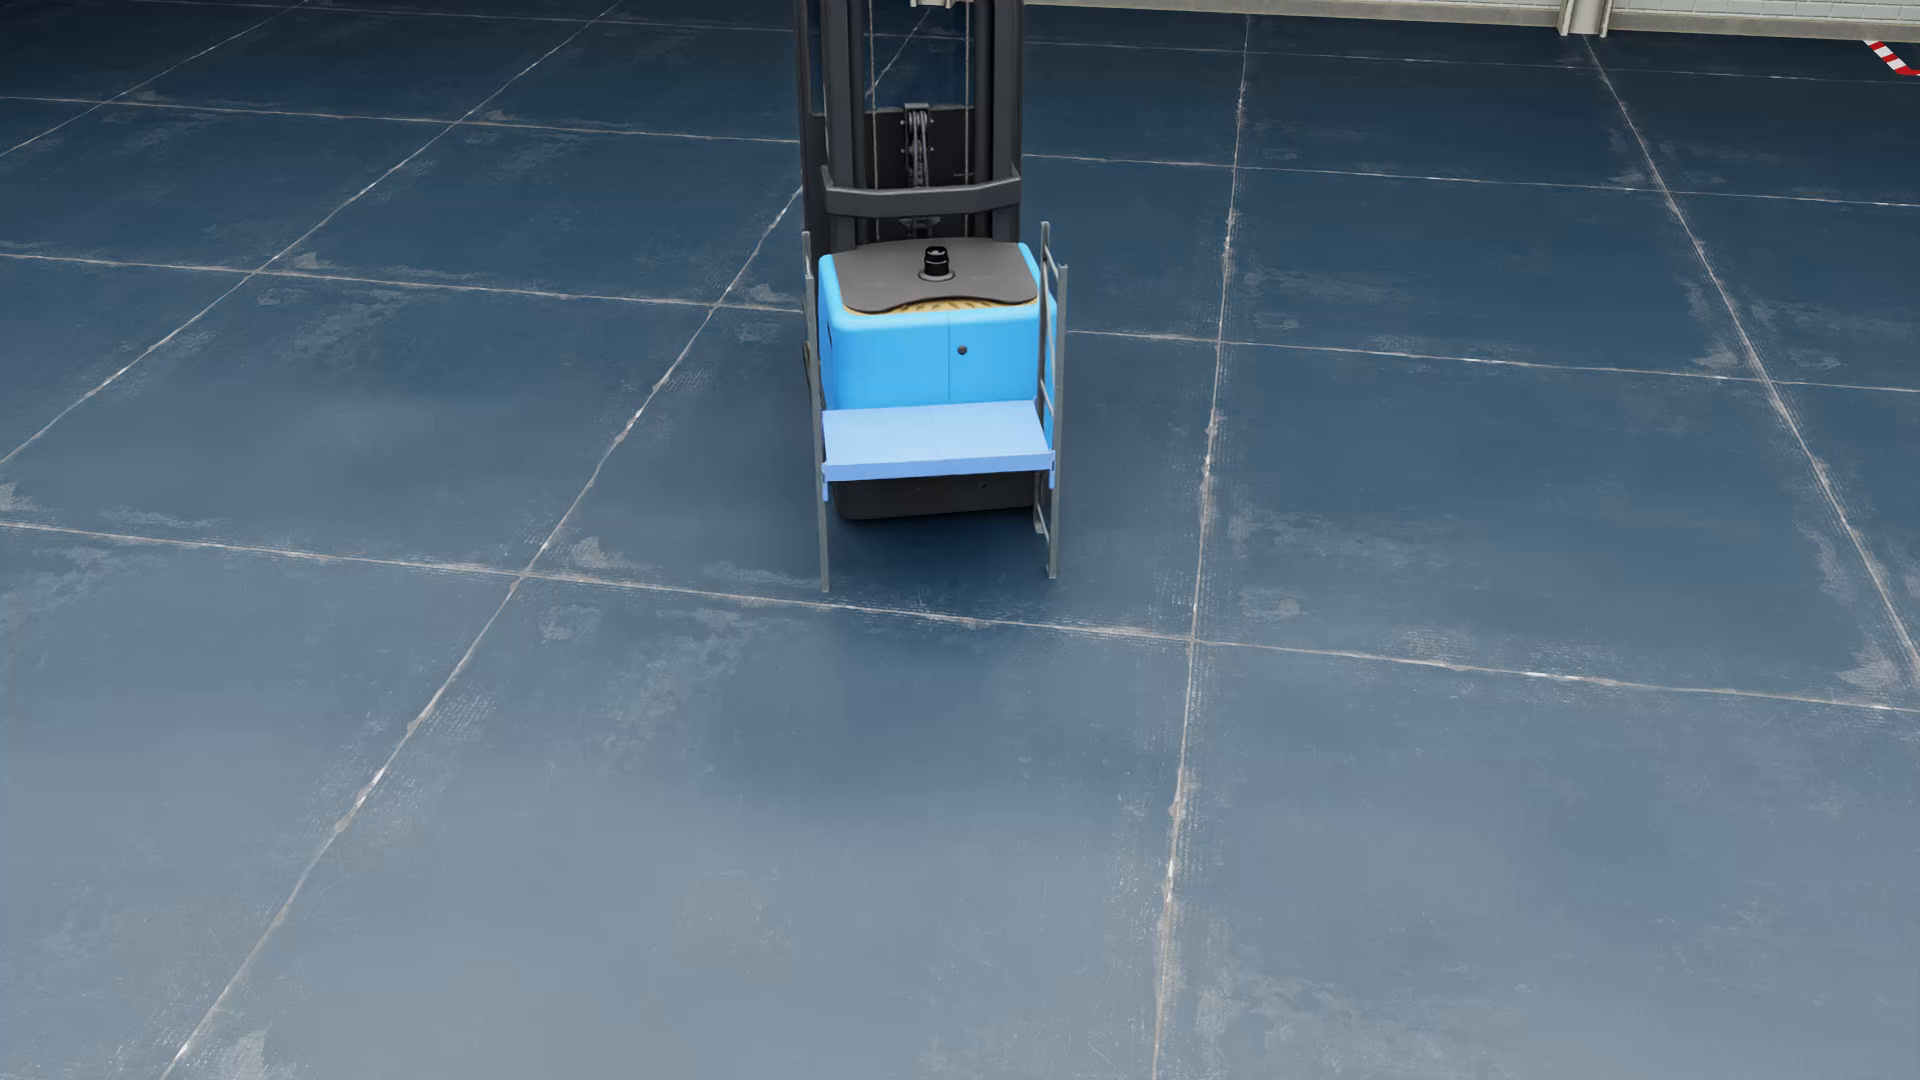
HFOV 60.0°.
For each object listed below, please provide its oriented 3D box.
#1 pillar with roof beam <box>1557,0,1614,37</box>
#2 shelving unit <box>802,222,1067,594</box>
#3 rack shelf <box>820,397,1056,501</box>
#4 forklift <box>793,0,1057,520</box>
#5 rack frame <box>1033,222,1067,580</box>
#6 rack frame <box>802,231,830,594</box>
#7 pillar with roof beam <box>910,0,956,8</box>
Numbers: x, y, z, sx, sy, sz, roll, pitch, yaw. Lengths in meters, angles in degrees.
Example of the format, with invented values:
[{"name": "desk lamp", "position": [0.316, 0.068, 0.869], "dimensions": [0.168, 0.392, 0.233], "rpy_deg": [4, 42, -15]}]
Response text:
[{"name": "pillar with roof beam", "position": [4.935, -6.195, 9.165], "dimensions": [0.400, 9.000, 9.100], "rpy_deg": [5, 32, 8]}, {"name": "shelving unit", "position": [-0.116, -0.560, 7.231], "dimensions": [1.048, 1.500, 0.538], "rpy_deg": [-3, 32, -5]}, {"name": "rack shelf", "position": [-0.116, -0.408, 7.327], "dimensions": [1.000, 0.185, 0.538], "rpy_deg": [-3, 32, -5]}, {"name": "forklift", "position": [-0.277, -2.104, 8.349], "dimensions": [1.130, 2.935, 3.031], "rpy_deg": [-5, 32, -7]}, {"name": "rack frame", "position": [0.389, -0.590, 7.279], "dimensions": [0.032, 1.500, 0.500], "rpy_deg": [-3, 32, -5]}, {"name": "rack frame", "position": [-0.622, -0.530, 7.184], "dimensions": [0.032, 1.500, 0.500], "rpy_deg": [-3, 32, -5]}, {"name": "pillar with roof beam", "position": [-0.980, -6.730, 10.021], "dimensions": [0.400, 9.000, 9.100], "rpy_deg": [5, 32, 8]}]
